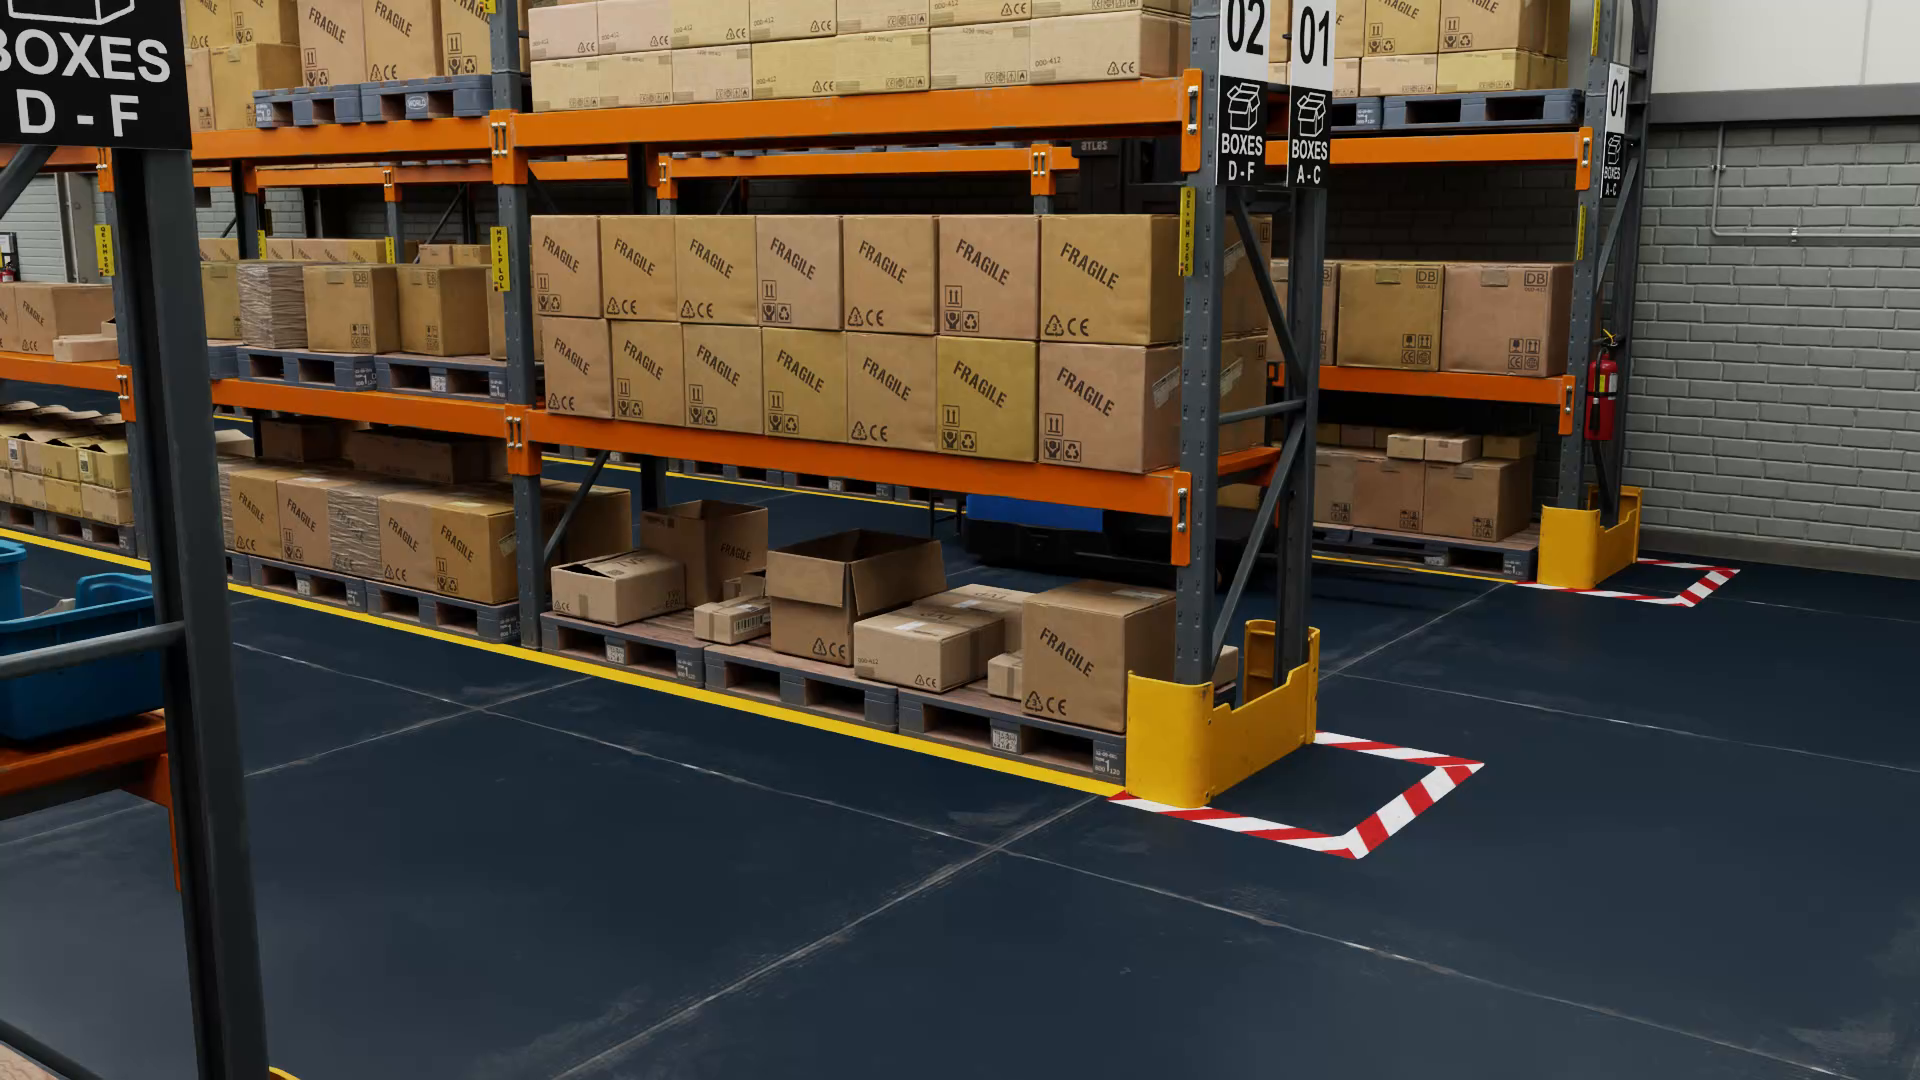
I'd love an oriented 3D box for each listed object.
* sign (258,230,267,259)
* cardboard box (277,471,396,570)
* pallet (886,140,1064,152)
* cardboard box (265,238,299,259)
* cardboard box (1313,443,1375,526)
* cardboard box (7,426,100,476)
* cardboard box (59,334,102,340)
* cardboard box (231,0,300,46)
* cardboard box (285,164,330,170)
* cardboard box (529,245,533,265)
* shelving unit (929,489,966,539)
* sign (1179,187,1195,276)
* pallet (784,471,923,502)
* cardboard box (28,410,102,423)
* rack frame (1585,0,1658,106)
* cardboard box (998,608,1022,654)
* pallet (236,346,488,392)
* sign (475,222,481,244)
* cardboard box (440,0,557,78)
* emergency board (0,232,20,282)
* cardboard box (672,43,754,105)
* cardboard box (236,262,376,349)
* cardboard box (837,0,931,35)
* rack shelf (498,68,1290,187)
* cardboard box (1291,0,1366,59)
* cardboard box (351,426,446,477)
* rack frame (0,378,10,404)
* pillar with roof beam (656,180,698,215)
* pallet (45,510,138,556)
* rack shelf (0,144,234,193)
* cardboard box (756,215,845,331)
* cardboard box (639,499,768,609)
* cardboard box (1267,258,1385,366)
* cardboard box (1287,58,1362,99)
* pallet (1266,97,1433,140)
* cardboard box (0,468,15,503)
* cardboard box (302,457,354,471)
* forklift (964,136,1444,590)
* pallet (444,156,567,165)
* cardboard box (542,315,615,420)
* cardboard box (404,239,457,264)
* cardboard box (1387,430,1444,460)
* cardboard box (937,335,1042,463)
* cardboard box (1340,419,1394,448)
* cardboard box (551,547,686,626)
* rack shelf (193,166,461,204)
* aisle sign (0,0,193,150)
[{"bbox_3d":[-4.944,-2.021,11.741,0.005,0.325,0.100,8,13,36],"label":"sign"},{"bbox_3d":[-3.809,-0.128,10.219,0.500,0.500,0.500,7,13,34],"label":"cardboard box"},{"bbox_3d":[0.127,-3.191,13.233,1.217,0.209,0.805,7,13,33],"label":"pallet"},{"bbox_3d":[-7.764,-3.154,18.806,0.500,0.500,0.500,7,13,34],"label":"cardboard box"},{"bbox_3d":[2.687,-0.422,11.790,0.500,0.500,0.700,7,13,34],"label":"cardboard box"},{"bbox_3d":[-6.653,-0.675,12.279,0.500,0.311,0.500,8,13,35],"label":"cardboard box"},{"bbox_3d":[-6.319,-1.419,12.129,0.250,0.149,0.380,9,14,40],"label":"cardboard box"},{"bbox_3d":[-4.087,-3.256,10.168,0.500,0.500,0.500,8,13,36],"label":"cardboard box"},{"bbox_3d":[-6.975,-4.282,18.053,0.500,0.500,0.500,7,13,33],"label":"cardboard box"},{"bbox_3d":[-4.167,-2.686,16.593,0.500,0.500,0.700,10,15,43],"label":"cardboard box"},{"bbox_3d":[0.099,-1.014,11.742,0.503,2.100,0.431,7,13,31],"label":"shelving unit"},{"bbox_3d":[0.846,-1.149,6.192,0.005,0.325,0.100,8,13,36],"label":"sign"},{"bbox_3d":[-0.758,-0.560,14.369,1.213,0.211,1.003,8,13,36],"label":"pallet"},{"bbox_3d":[-7.162,-0.873,13.304,0.500,0.311,0.500,8,13,35],"label":"cardboard box"},{"bbox_3d":[4.120,-4.212,10.112,0.127,3.000,1.000,8,13,36],"label":"rack frame"},{"bbox_3d":[0.517,0.465,7.810,0.500,0.250,0.500,8,13,36],"label":"cardboard box"},{"bbox_3d":[-3.687,-1.096,10.301,1.213,0.211,1.003,8,13,36],"label":"pallet"},{"bbox_3d":[-5.227,-3.270,17.987,0.005,0.325,0.100,8,13,36],"label":"sign"},{"bbox_3d":[-2.396,-2.803,9.091,0.600,0.600,0.600,6,13,30],"label":"cardboard box"},{"bbox_3d":[-14.505,-4.078,25.211,0.643,1.169,0.194,8,13,36],"label":"emergency board"},{"bbox_3d":[-0.985,-2.151,7.750,0.500,0.250,0.500,8,13,36],"label":"cardboard box"},{"bbox_3d":[-4.059,-1.477,10.400,0.700,0.500,0.500,-10,15,-42],"label":"cardboard box"},{"bbox_3d":[-0.178,-2.284,7.122,0.500,0.250,0.500,8,13,36],"label":"cardboard box"},{"bbox_3d":[-0.421,-1.853,7.705,4.000,0.370,1.077,8,13,36],"label":"rack shelf"},{"bbox_3d":[2.546,-3.445,11.096,0.500,0.500,0.500,7,13,33],"label":"cardboard box"},{"bbox_3d":[-3.490,-0.575,10.555,0.500,0.250,0.500,8,13,34],"label":"cardboard box"},{"bbox_3d":[-8.482,-1.857,13.733,0.127,3.000,1.000,8,13,36],"label":"rack frame"},{"bbox_3d":[-5.412,-4.731,12.794,0.400,9.000,9.100,8,13,36],"label":"pillar with roof beam"},{"bbox_3d":[-5.898,-0.137,12.183,1.213,0.211,1.003,8,13,36],"label":"pallet"},{"bbox_3d":[-6.870,-2.752,12.354,4.000,0.370,1.077,8,13,36],"label":"rack shelf"},{"bbox_3d":[-0.573,-1.228,7.585,0.500,0.500,0.500,8,14,37],"label":"cardboard box"},{"bbox_3d":[-1.406,0.074,9.173,0.500,0.500,0.500,8,13,36],"label":"cardboard box"},{"bbox_3d":[2.501,-1.637,11.806,0.700,0.700,0.980,7,13,33],"label":"cardboard box"},{"bbox_3d":[2.530,-3.079,11.178,0.500,0.250,0.500,7,13,34],"label":"cardboard box"},{"bbox_3d":[2.528,-2.915,11.537,1.213,0.211,1.003,8,13,36],"label":"pallet"},{"bbox_3d":[-7.063,-0.458,12.631,0.500,0.250,0.500,8,14,37],"label":"cardboard box"},{"bbox_3d":[-3.948,-0.269,10.946,0.500,0.500,0.500,7,13,34],"label":"cardboard box"},{"bbox_3d":[1.558,-1.225,10.643,3.031,2.935,1.130,6,13,30],"label":"forklift"},{"bbox_3d":[-4.280,-3.795,16.345,1.003,0.211,1.213,8,13,36],"label":"pallet"},{"bbox_3d":[-1.784,-0.908,8.563,0.500,0.500,0.500,8,14,37],"label":"cardboard box"},{"bbox_3d":[-5.808,-3.005,18.035,0.500,0.500,0.500,8,13,34],"label":"cardboard box"},{"bbox_3d":[3.078,-0.643,11.224,0.250,0.149,0.380,8,14,37],"label":"cardboard box"},{"bbox_3d":[0.248,-0.624,7.094,0.500,0.500,0.500,8,14,36],"label":"cardboard box"},{"bbox_3d":[2.900,-0.758,11.818,0.250,0.149,0.380,8,14,36],"label":"cardboard box"},{"bbox_3d":[-1.823,0.226,8.883,0.500,0.311,0.500,8,13,36],"label":"cardboard box"},{"bbox_3d":[-7.164,-3.961,18.601,4.000,0.370,1.077,8,13,36],"label":"rack shelf"},{"bbox_3d":[-1.511,-1.064,2.788,0.004,0.787,0.394,8,13,36],"label":"aisle sign"}]
